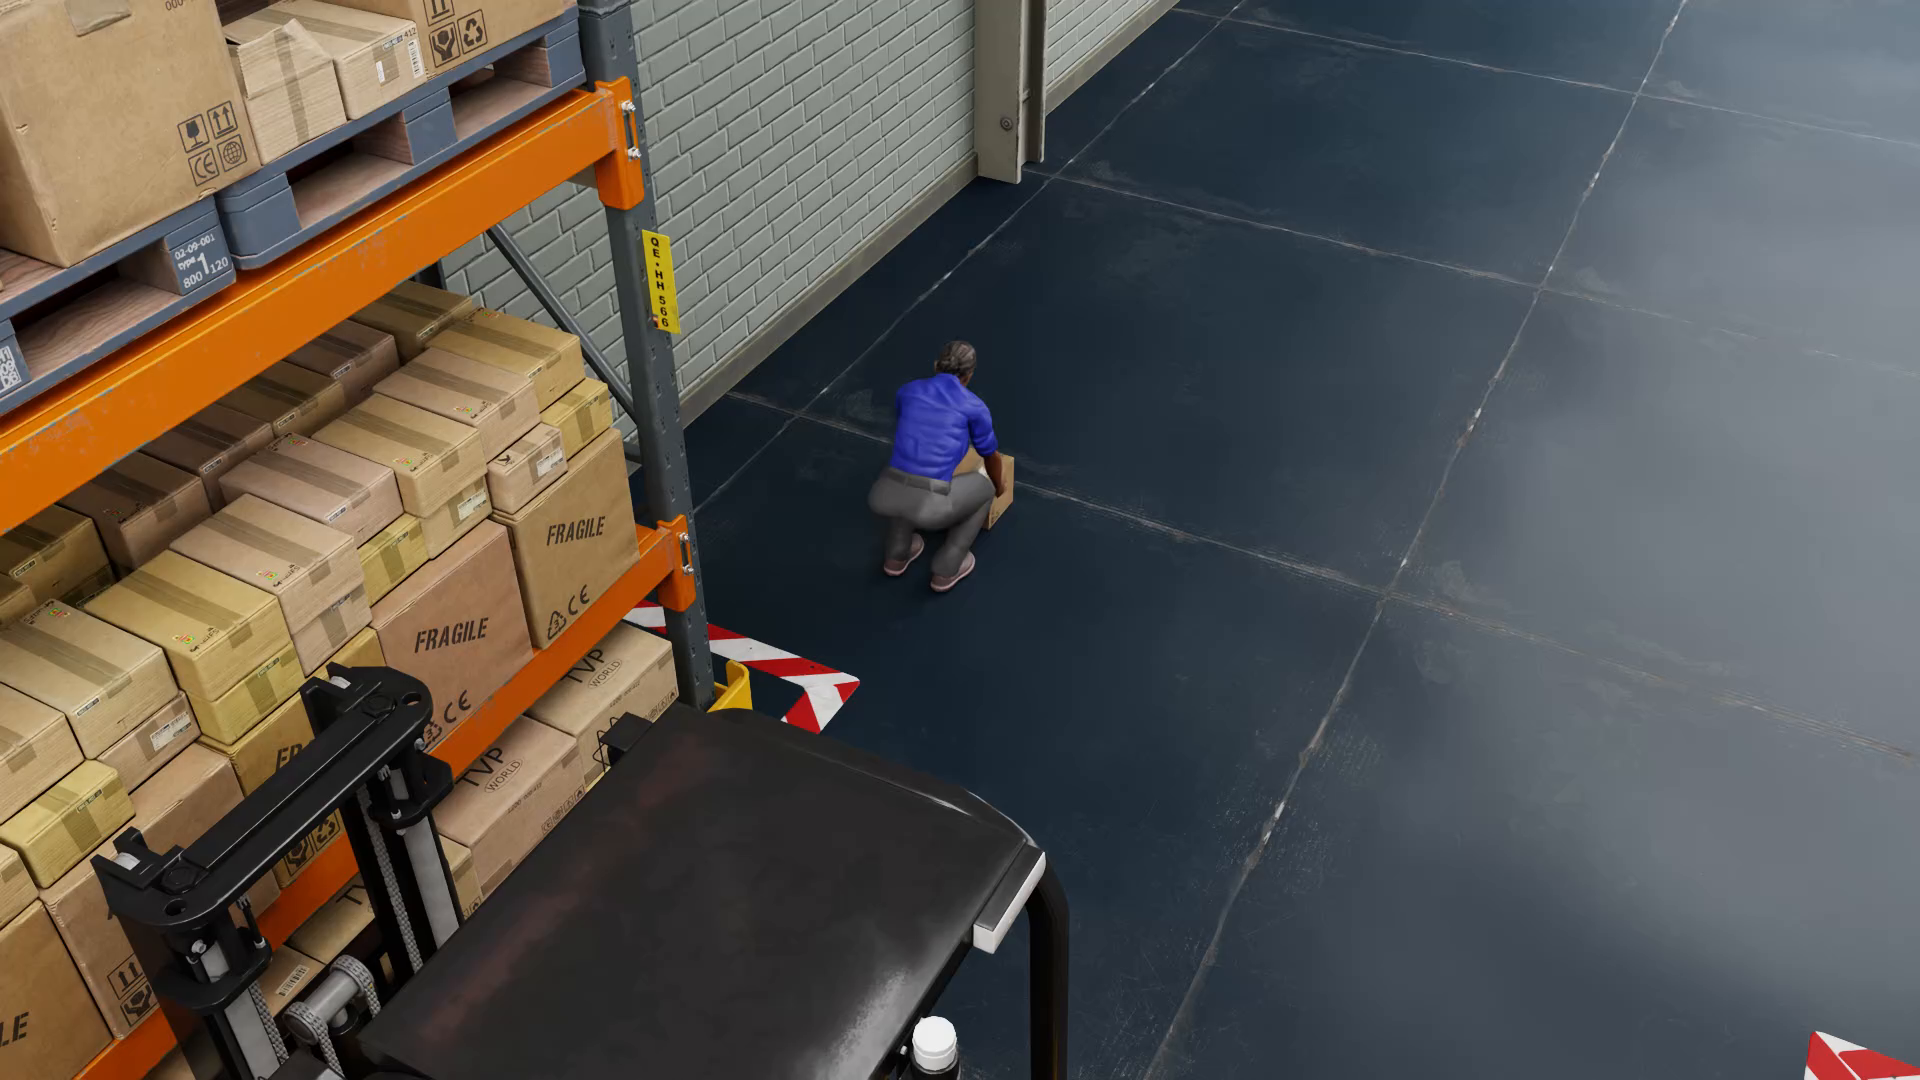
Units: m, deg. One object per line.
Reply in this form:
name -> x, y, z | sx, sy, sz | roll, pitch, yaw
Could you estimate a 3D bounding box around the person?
person -> -0.106, -0.304, 7.155 | 0.483, 0.909, 0.807 | 18, 41, 21
